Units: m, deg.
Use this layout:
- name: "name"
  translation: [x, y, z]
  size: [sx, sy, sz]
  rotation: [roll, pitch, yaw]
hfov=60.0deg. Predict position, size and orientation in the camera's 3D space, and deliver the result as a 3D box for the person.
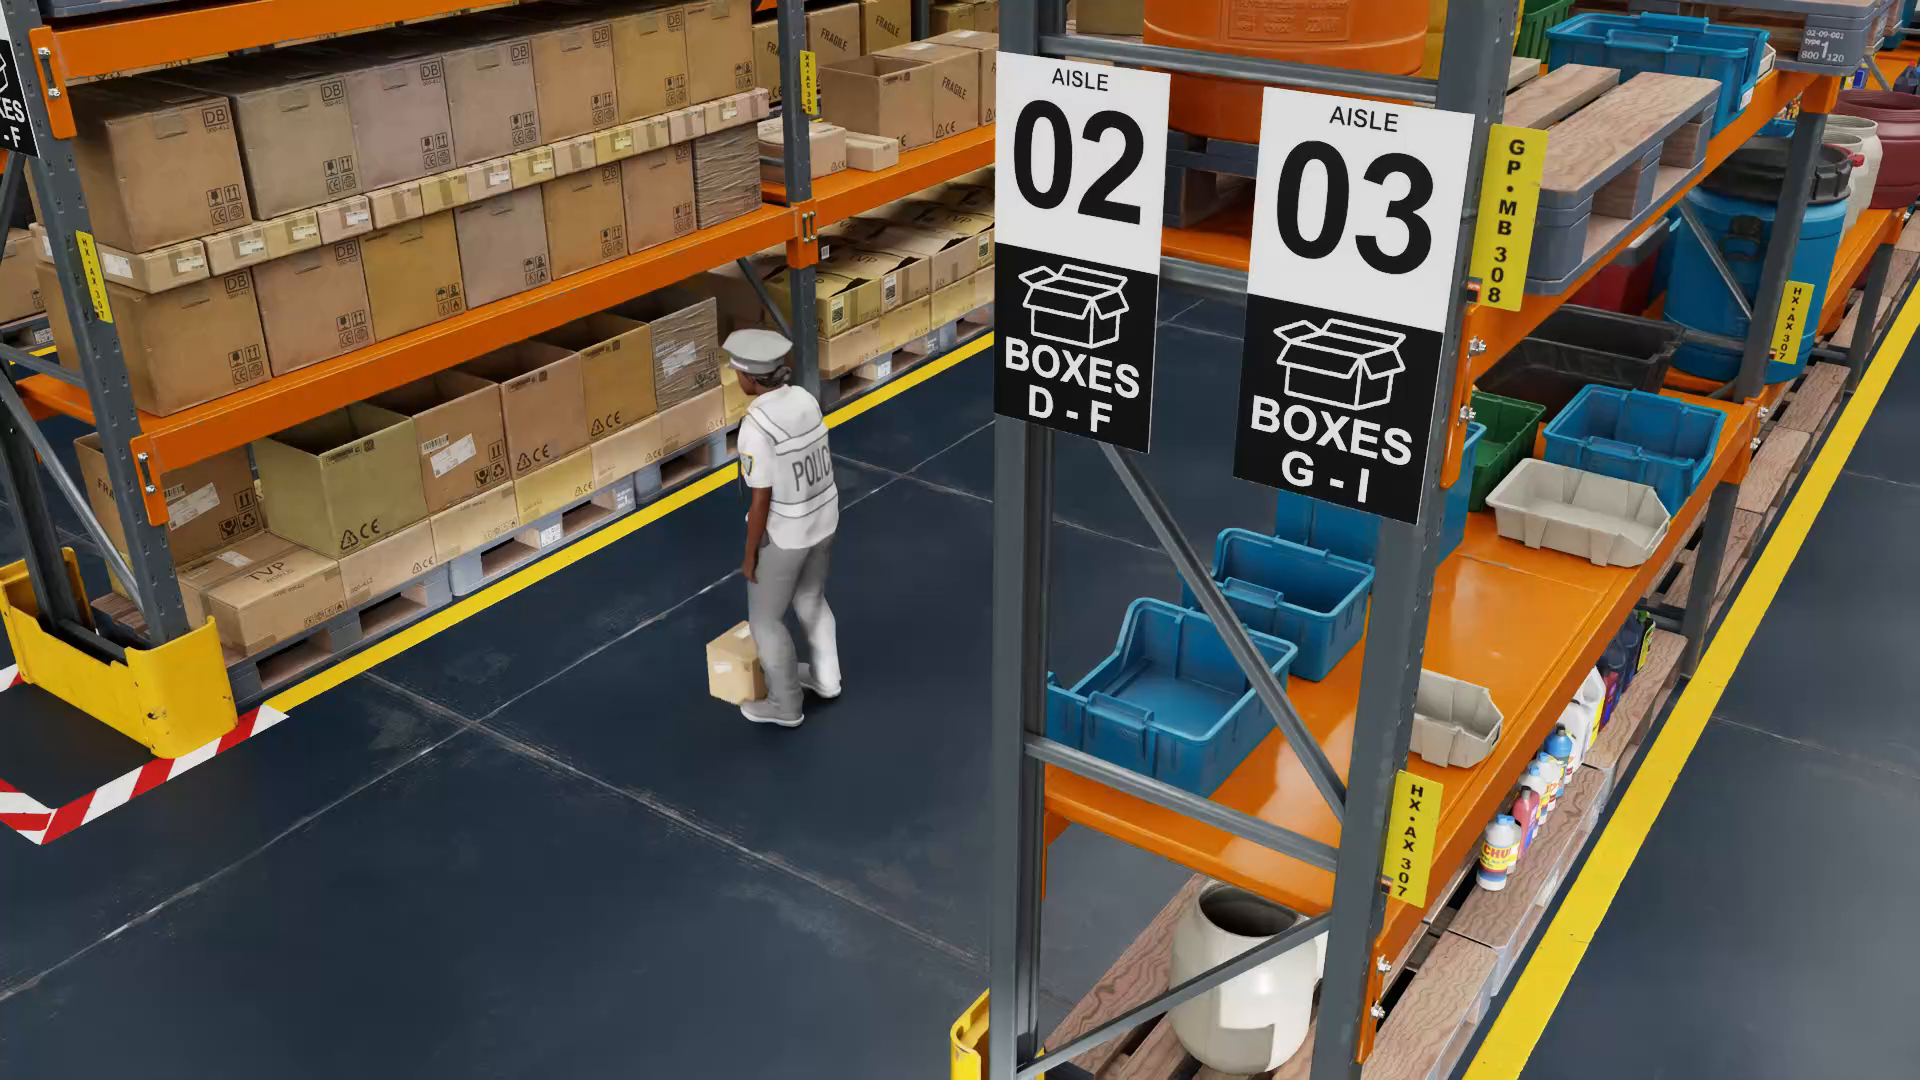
- name: "person"
  translation: [-0.698, -0.032, 6.684]
  size: [0.396, 1.656, 0.513]
  rotation: [16, 31, 28]
